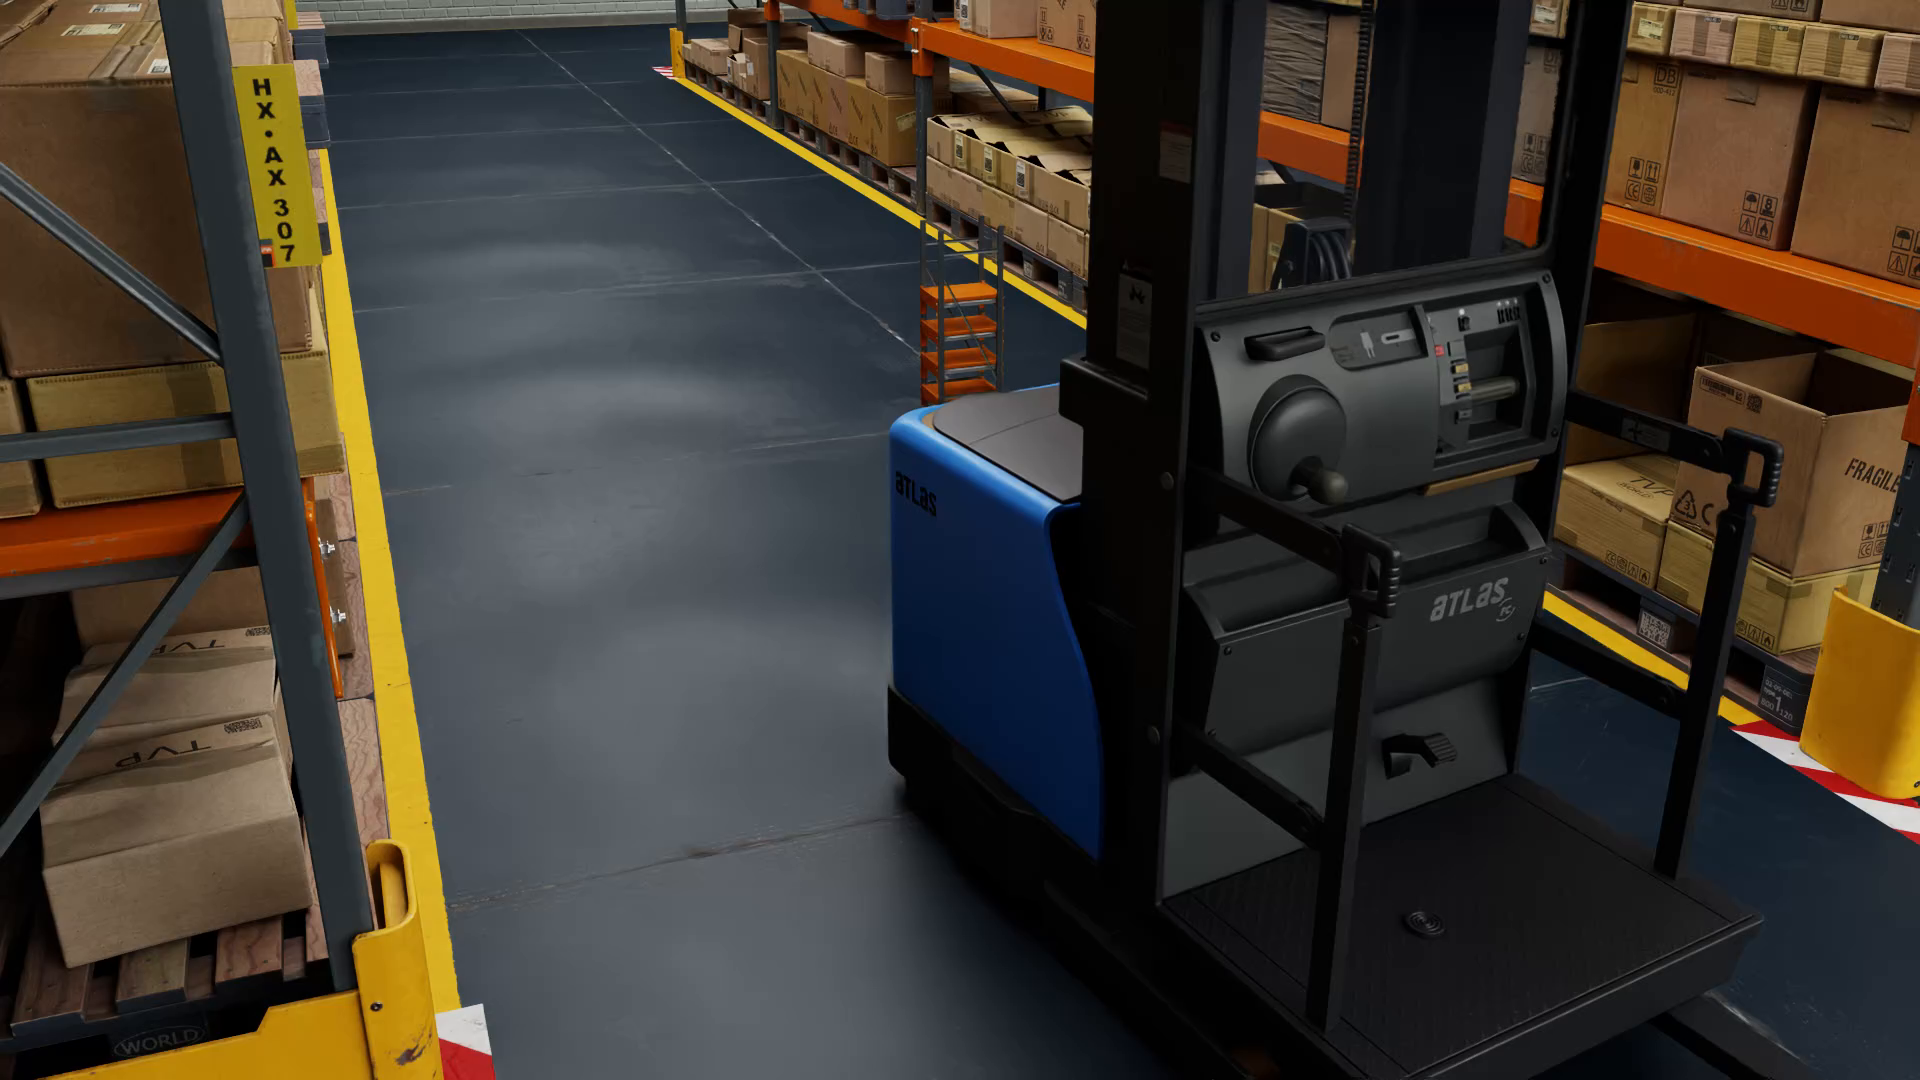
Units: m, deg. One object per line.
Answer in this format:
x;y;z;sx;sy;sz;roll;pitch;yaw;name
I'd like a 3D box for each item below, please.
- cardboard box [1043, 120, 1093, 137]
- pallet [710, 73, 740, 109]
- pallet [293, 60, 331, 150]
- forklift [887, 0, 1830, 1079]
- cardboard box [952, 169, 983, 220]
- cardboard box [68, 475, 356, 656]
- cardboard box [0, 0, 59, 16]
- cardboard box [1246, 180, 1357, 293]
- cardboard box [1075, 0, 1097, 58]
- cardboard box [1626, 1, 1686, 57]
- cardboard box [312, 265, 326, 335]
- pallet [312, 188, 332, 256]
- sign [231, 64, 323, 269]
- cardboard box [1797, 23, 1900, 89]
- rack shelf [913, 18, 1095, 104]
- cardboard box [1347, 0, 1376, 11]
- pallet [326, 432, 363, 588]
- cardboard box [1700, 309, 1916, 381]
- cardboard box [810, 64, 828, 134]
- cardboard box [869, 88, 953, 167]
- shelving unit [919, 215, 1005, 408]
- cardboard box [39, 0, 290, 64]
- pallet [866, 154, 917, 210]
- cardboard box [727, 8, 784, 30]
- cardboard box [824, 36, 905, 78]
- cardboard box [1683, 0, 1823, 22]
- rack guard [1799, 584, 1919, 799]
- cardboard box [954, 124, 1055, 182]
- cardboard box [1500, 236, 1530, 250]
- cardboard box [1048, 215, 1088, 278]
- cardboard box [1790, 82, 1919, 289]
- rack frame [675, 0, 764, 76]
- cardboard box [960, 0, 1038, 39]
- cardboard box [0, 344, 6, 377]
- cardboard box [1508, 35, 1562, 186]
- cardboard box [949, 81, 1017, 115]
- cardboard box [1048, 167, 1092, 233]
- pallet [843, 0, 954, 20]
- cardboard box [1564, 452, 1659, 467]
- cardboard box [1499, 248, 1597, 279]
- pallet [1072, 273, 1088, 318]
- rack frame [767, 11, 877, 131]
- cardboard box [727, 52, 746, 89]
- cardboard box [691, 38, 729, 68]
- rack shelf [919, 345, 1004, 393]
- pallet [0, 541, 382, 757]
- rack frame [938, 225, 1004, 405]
0.789;-2.562;10.743;0.500;0.311;0.500;-9;24;-20;cardboard box
-1.906;-4.583;16.853;1.003;0.211;1.213;-8;24;-19;pallet
-3.170;-1.796;6.896;1.003;0.211;1.213;-8;24;-19;pallet
0.978;-0.289;3.162;1.130;2.935;3.031;-13;26;-28;forklift
0.272;-2.235;10.689;0.500;0.250;0.500;-9;24;-20;cardboard box
-2.197;0.071;4.870;0.700;0.500;0.500;-10;25;-22;cardboard box
-2.522;-1.116;4.237;0.500;0.500;0.500;-8;24;-18;cardboard box
1.468;-1.328;7.574;0.500;0.500;0.500;-8;24;-19;cardboard box
0.978;-2.969;9.302;0.500;0.500;0.500;-8;24;-19;cardboard box
2.332;-1.647;5.332;0.380;0.149;0.250;-8;24;-17;cardboard box
-1.870;-0.667;4.138;0.500;0.250;0.500;-9;24;-20;cardboard box
-4.657;-2.052;10.847;1.003;0.211;1.213;-8;24;-19;pallet
-1.116;-0.607;2.713;0.100;0.325;0.005;-8;24;-19;sign
2.603;-1.367;4.667;0.380;0.149;0.250;-8;24;-18;cardboard box
0.890;-2.663;9.632;1.077;0.370;4.000;-8;24;-19;rack shelf
1.786;-2.209;6.665;0.380;0.149;0.250;-9;24;-19;cardboard box
-2.766;-0.063;6.127;1.003;0.211;1.213;-8;24;-19;pallet
2.850;-0.493;5.592;0.500;0.500;0.500;-8;24;-19;cardboard box
-0.918;-3.641;13.679;0.500;0.500;0.500;-8;24;-18;cardboard box
-0.366;-3.080;12.347;0.500;0.500;0.500;-7;24;-17;cardboard box
0.005;-0.548;6.005;0.258;1.200;0.189;-8;24;-19;shelving unit
-1.852;-1.003;3.970;0.500;0.500;0.500;-9;25;-21;cardboard box
-0.045;-2.713;12.414;1.003;0.211;1.213;-8;24;-19;pallet
-2.220;-5.515;18.125;0.500;0.500;0.500;-8;24;-19;cardboard box
-0.755;-3.816;13.129;0.500;0.250;0.500;-9;24;-20;cardboard box
2.647;-1.839;4.953;0.700;0.500;0.500;-9;24;-20;cardboard box
3.018;0.346;4.785;1.175;0.500;0.348;-8;24;-19;rack guard
0.287;-2.486;10.563;0.500;0.311;0.500;-9;24;-20;cardboard box
2.311;-1.037;6.882;0.500;0.500;0.500;-8;24;-19;cardboard box
0.821;-1.675;9.362;0.500;0.250;0.500;-8;24;-18;cardboard box
2.857;-1.032;4.707;0.700;0.500;0.500;-8;24;-19;cardboard box
-2.642;-6.628;18.113;1.000;3.000;0.127;-8;24;-19;rack frame
0.319;-3.329;10.400;0.500;0.311;0.500;-9;24;-20;cardboard box
-1.988;-0.561;2.921;0.500;0.500;0.500;-9;24;-20;cardboard box
2.307;-1.594;6.041;0.700;0.500;0.500;-8;24;-17;cardboard box
0.100;-3.166;12.552;0.500;0.500;0.500;-9;25;-21;cardboard box
0.822;-1.930;9.245;0.500;0.311;0.500;-8;24;-19;cardboard box
-0.121;-3.869;11.816;1.213;0.211;1.003;-8;24;-19;pallet
2.178;-0.257;5.996;0.500;0.250;0.500;-8;24;-19;cardboard box
2.000;-0.784;6.281;0.500;0.500;0.500;-8;24;-19;cardboard box
1.300;-1.245;8.933;1.003;0.211;1.213;-8;24;-19;pallet
-1.229;-5.175;14.665;1.000;3.000;0.127;-8;24;-19;rack frame
-1.961;-4.579;16.147;0.500;0.311;0.500;-8;24;-19;cardboard box
-2.539;-5.146;17.570;0.500;0.250;0.500;-8;24;-19;cardboard box
0.005;-0.617;5.975;0.258;0.103;0.180;-8;24;-19;rack shelf
-2.331;0.381;5.073;1.003;0.211;1.213;-8;24;-19;pallet
0.037;-0.514;5.926;0.240;1.200;0.006;-8;24;-19;rack frame
